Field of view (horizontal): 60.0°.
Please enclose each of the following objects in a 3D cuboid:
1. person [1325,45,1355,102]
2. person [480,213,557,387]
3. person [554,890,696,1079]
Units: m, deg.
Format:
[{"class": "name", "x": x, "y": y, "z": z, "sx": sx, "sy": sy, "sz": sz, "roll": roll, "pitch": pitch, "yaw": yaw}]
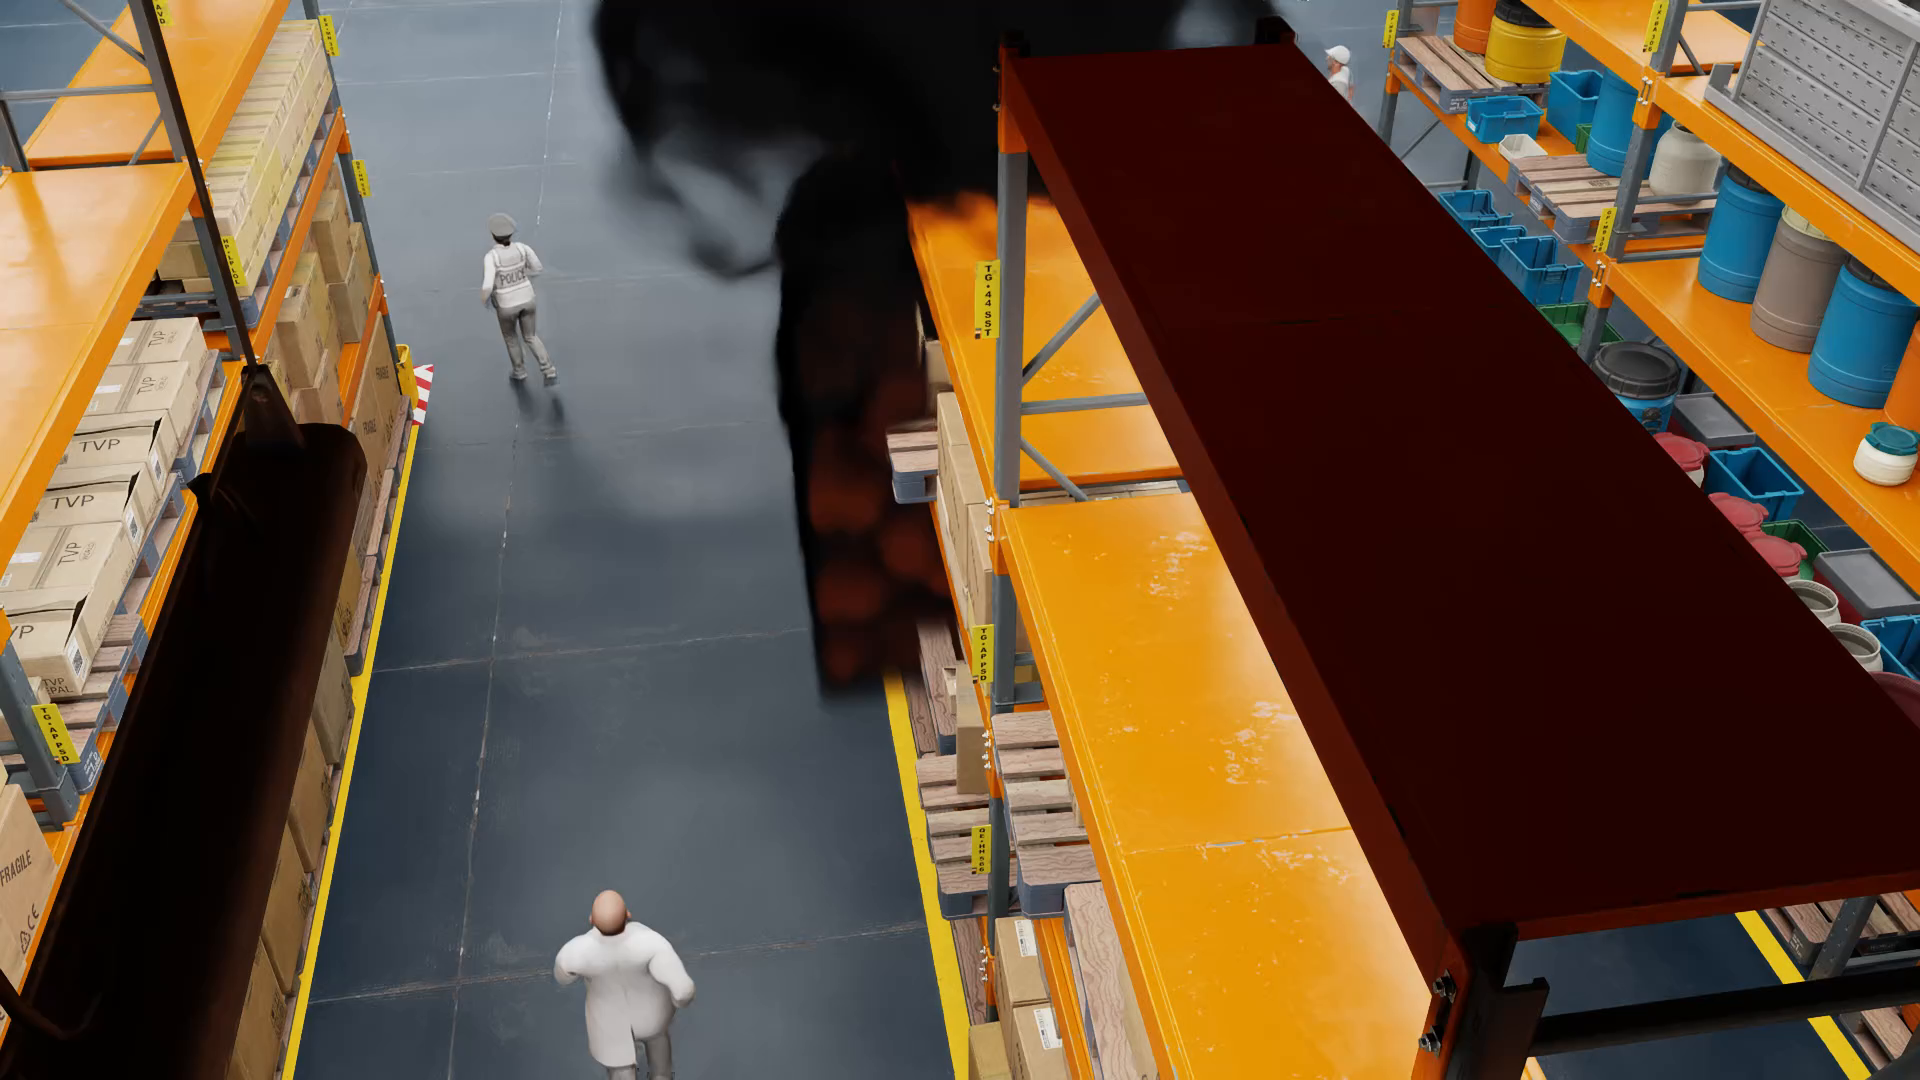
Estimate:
[{"class": "person", "x": 4.046, "y": -4.570, "z": 18.213, "sx": 0.663, "sy": 1.722, "sz": 0.598, "roll": 5, "pitch": 37, "yaw": 7}, {"class": "person", "x": -3.974, "y": -2.092, "z": 14.895, "sx": 0.639, "sy": 1.711, "sz": 0.781, "roll": -24, "pitch": 43, "yaw": -29}, {"class": "person", "x": -1.695, "y": 2.457, "z": 8.576, "sx": 0.684, "sy": 1.815, "sz": 0.922, "roll": -9, "pitch": 37, "yaw": -11}]
